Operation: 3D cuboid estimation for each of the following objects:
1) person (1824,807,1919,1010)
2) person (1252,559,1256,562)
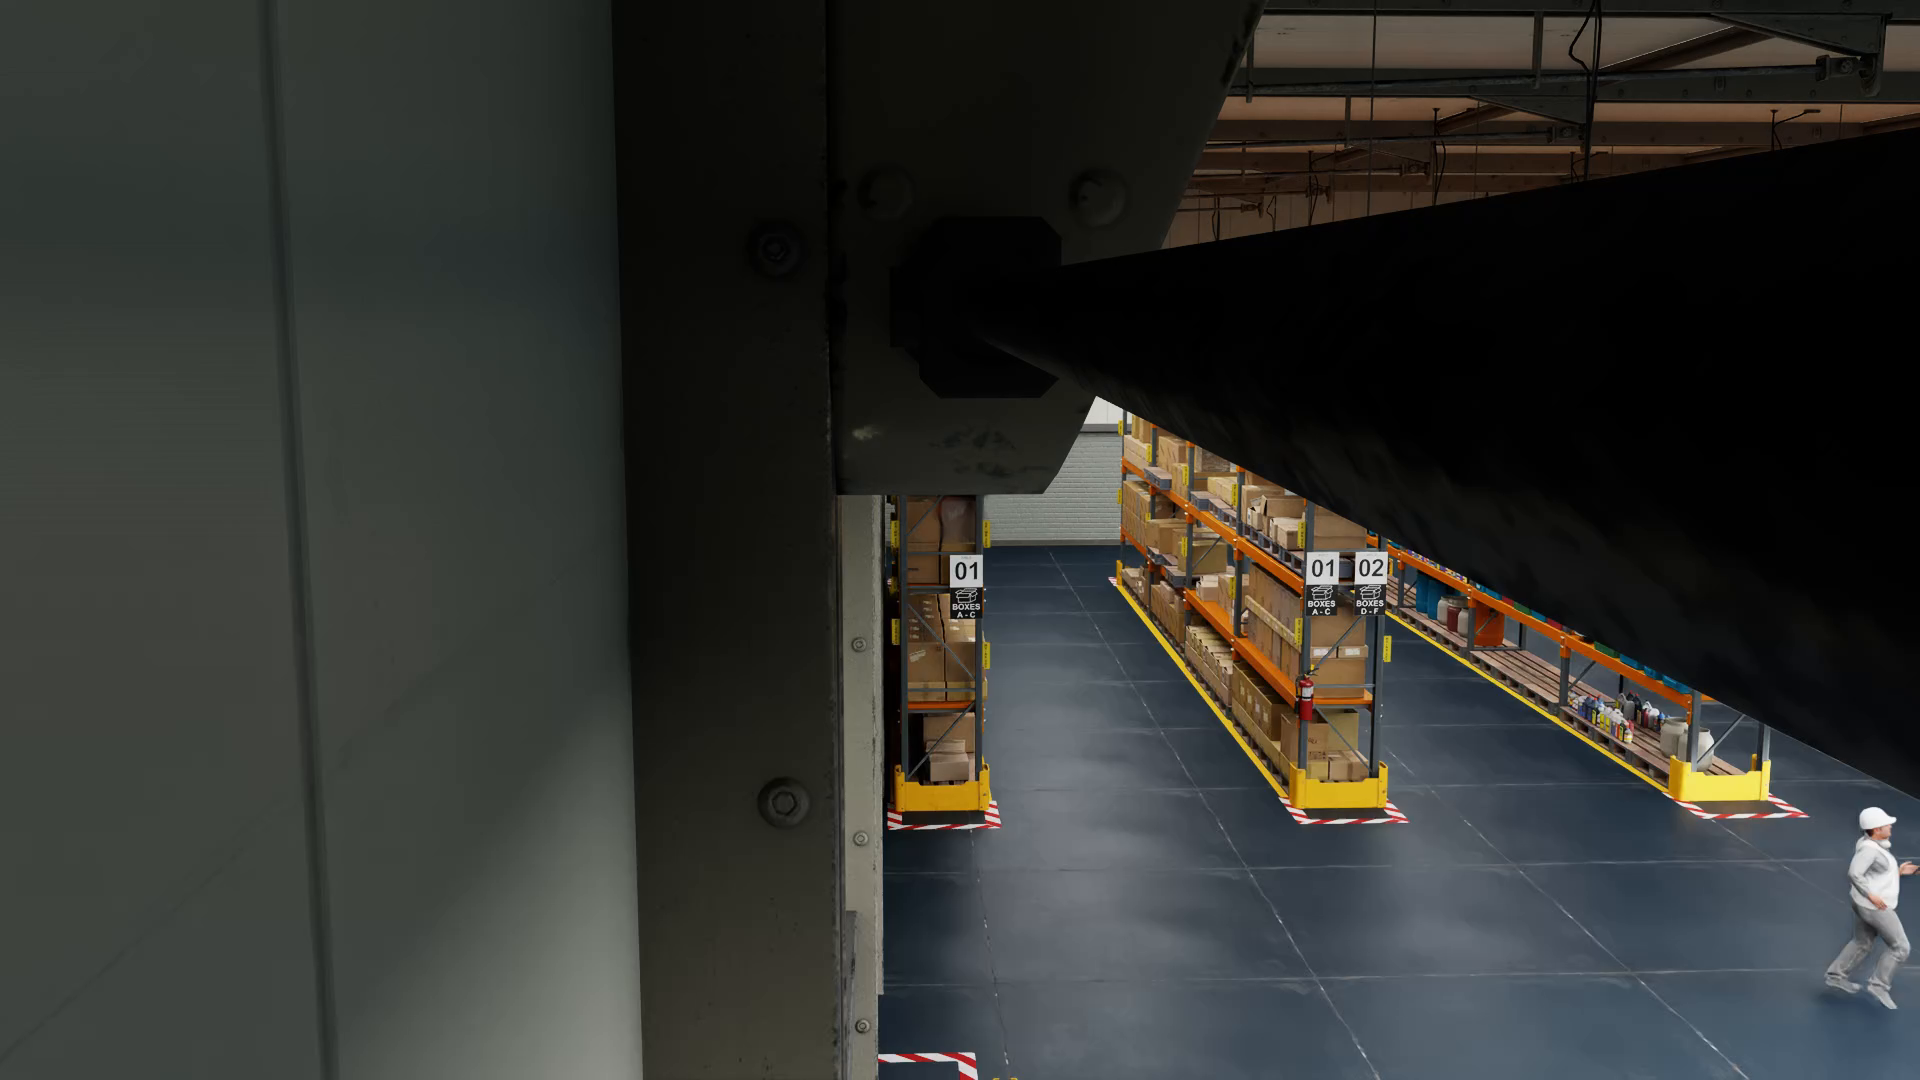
[{"bbox_3d":[8.191,3.287,14.878,0.715,1.824,0.637,3,9,17],"label":"person"},{"bbox_3d":[6.219,0.463,34.094,0.701,1.746,0.780,-2,9,-12],"label":"person"}]
